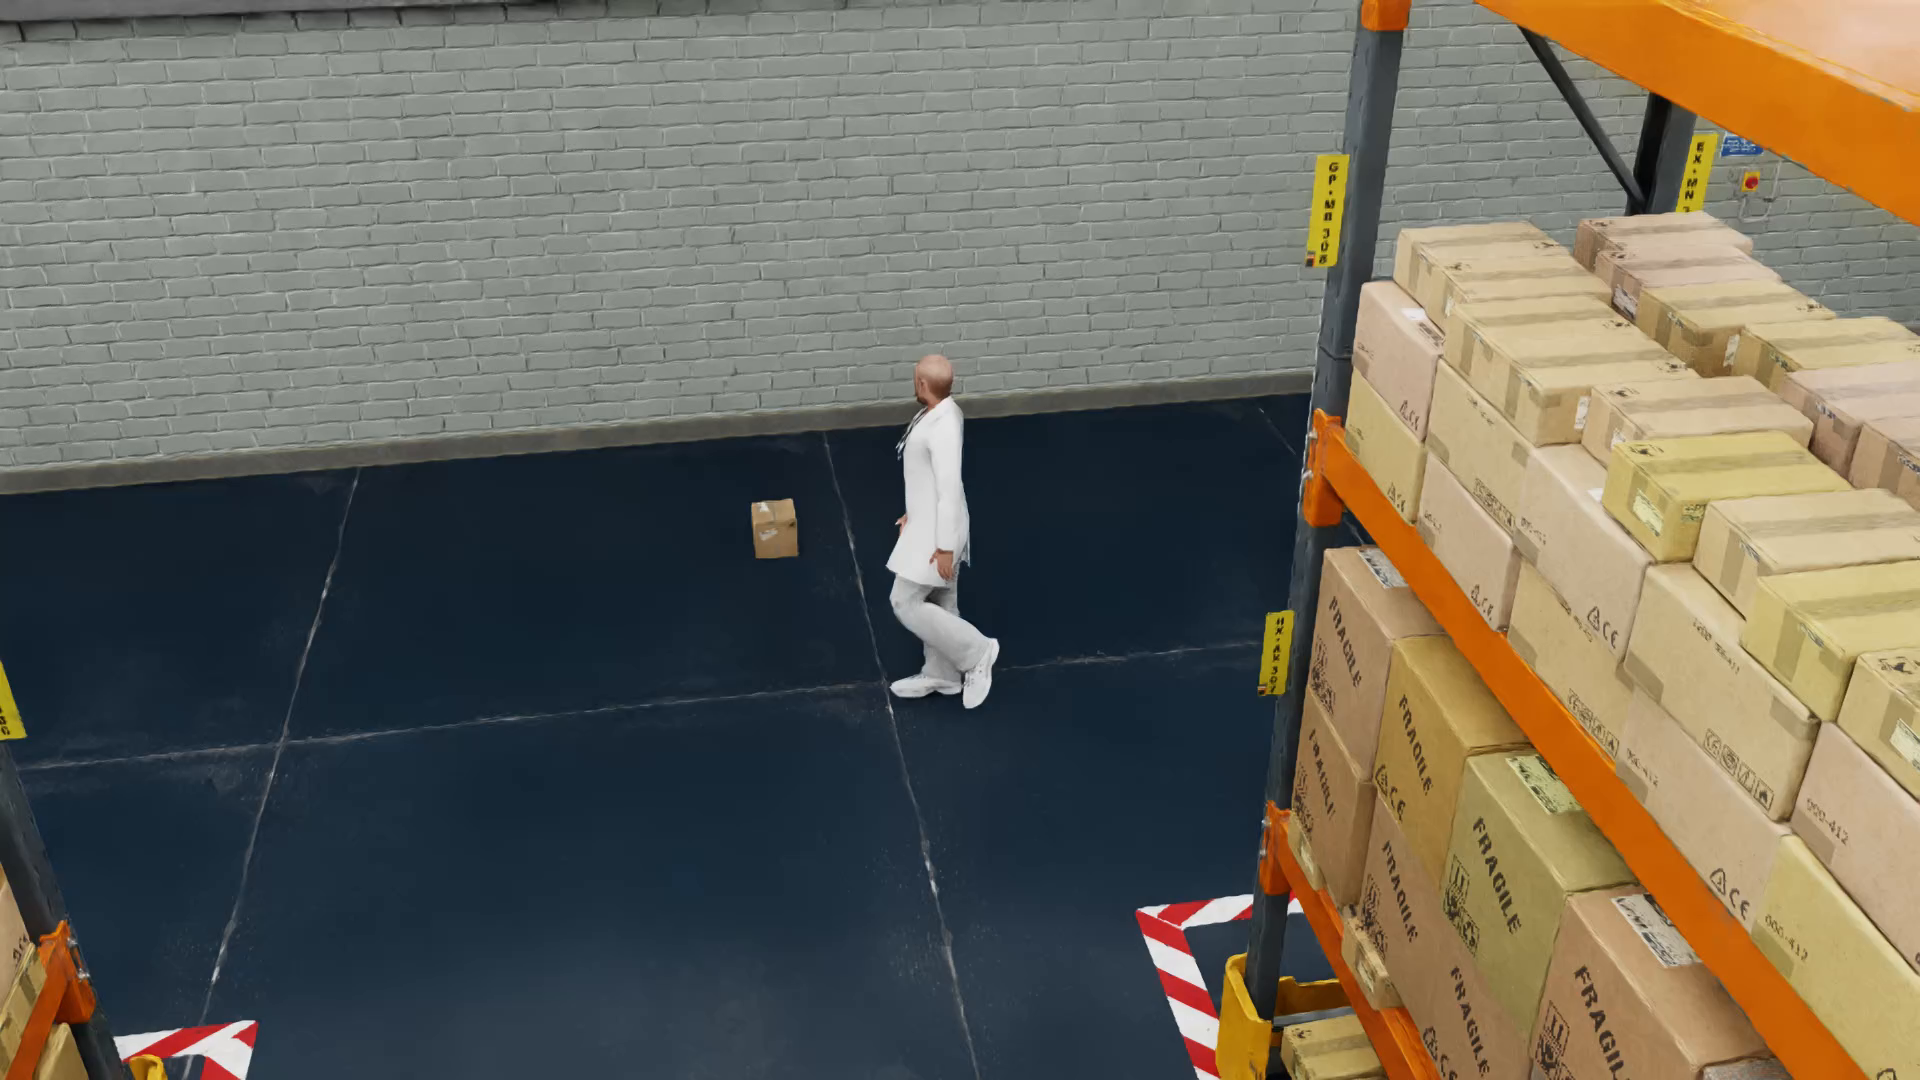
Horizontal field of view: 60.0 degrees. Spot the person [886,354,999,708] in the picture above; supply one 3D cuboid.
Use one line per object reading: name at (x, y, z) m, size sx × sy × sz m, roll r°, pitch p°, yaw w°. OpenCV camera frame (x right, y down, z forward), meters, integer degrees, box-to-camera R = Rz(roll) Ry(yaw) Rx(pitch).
person at (-0.084, -0.035, 8.220) m, size 0.562 × 1.749 × 0.754 m, roll 0°, pitch 30°, yaw 0°
